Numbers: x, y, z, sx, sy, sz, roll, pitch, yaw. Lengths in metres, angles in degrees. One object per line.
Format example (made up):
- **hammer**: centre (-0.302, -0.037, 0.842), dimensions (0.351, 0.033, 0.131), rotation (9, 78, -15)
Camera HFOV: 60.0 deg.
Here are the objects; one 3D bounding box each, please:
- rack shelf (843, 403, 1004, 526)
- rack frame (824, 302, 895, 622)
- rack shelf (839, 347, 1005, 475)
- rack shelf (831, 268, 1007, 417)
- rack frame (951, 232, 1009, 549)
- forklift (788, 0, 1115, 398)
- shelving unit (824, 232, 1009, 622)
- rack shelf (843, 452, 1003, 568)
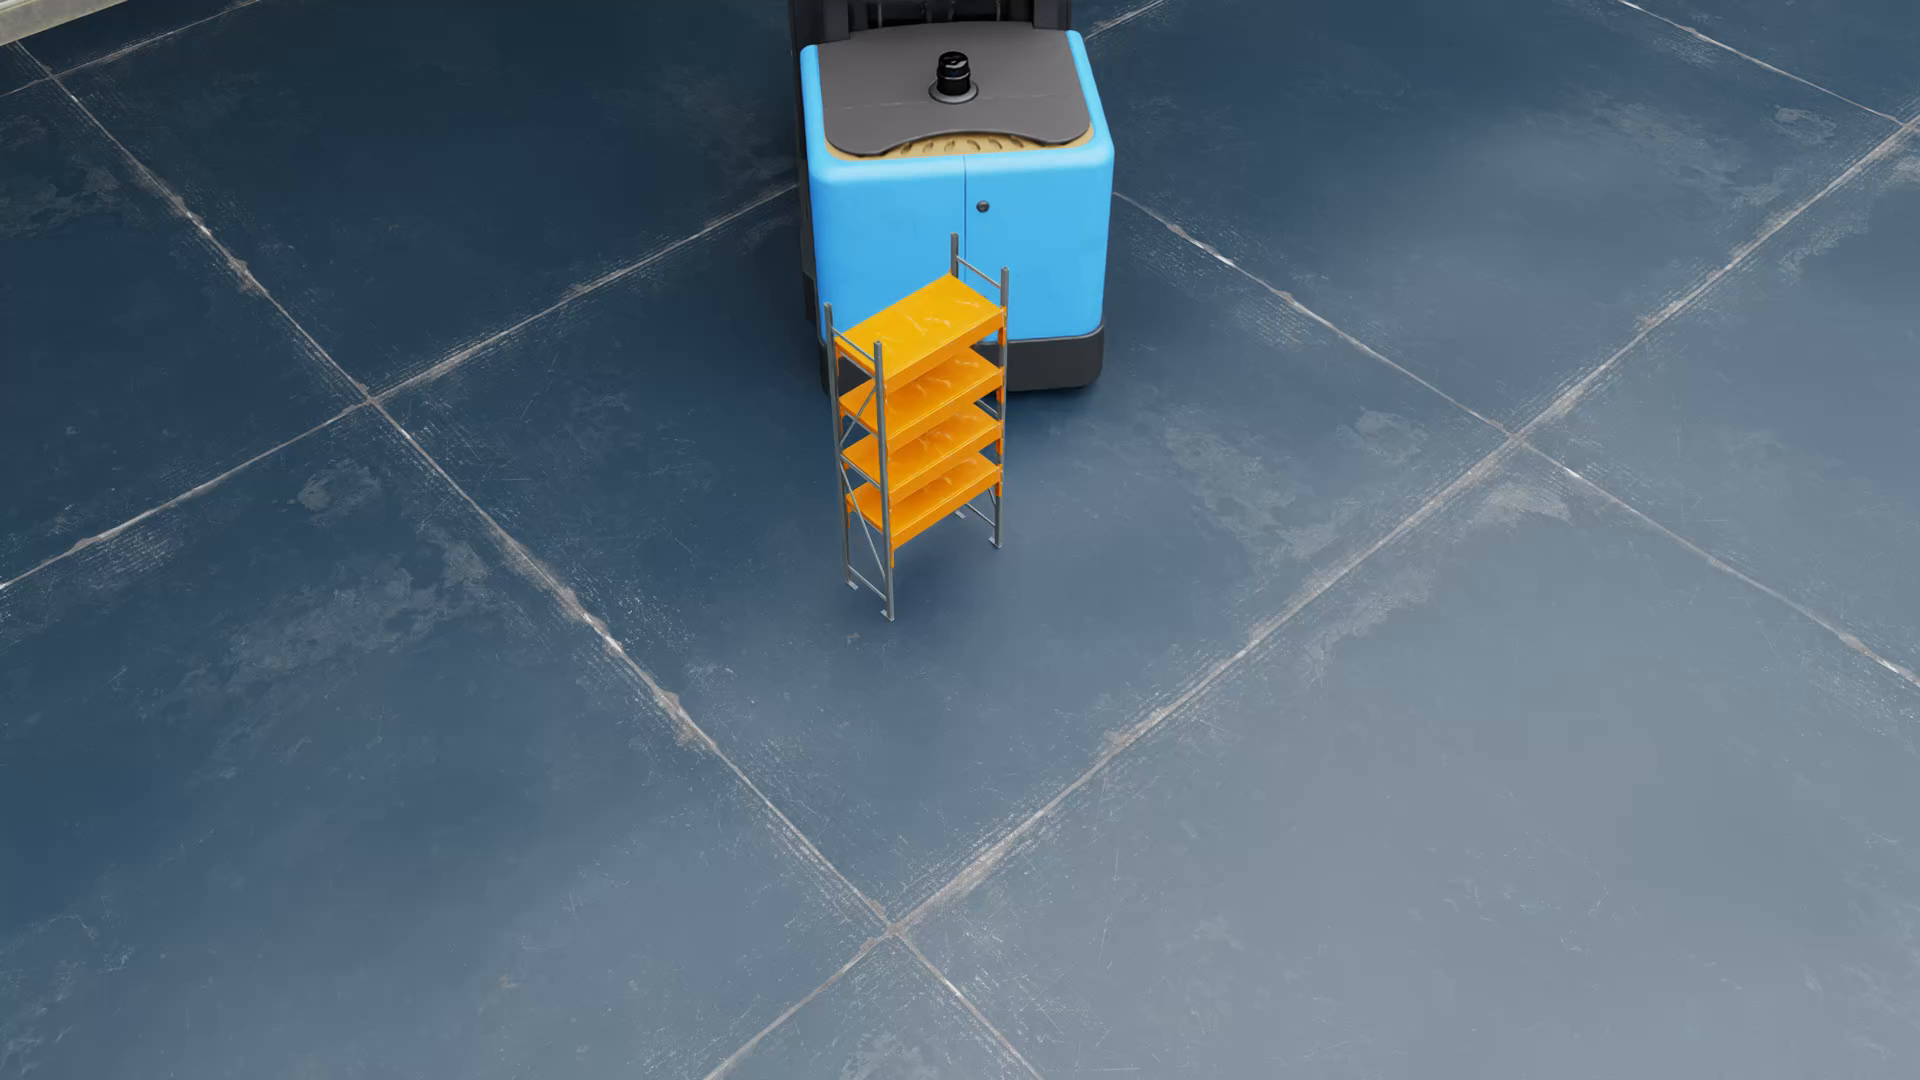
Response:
- **rack shelf**: centre (-0.122, -0.279, 5.283), dimensions (0.480, 0.148, 0.258), rotation (-34, 56, -27)
- **rack frame**: centre (-0.303, -0.204, 5.122), dimensions (0.015, 1.200, 0.240), rotation (-34, 56, -27)
- **rack shelf**: centre (-0.122, -0.431, 5.119), dimensions (0.480, 0.148, 0.258), rotation (-34, 56, -27)
- **rack shelf**: centre (-0.122, -0.592, 4.945), dimensions (0.480, 0.148, 0.258), rotation (-34, 56, -27)
- **rack frame**: centre (0.058, -0.446, 5.345), dimensions (0.015, 1.200, 0.240), rotation (-34, 56, -27)
- **forklift**: centre (-0.140, -2.587, 6.143), dimensions (1.130, 2.935, 3.031), rotation (-4, 47, -4)
- **shelving unit**: centre (-0.122, -0.325, 5.234), dimensions (0.503, 1.200, 0.258), rotation (-34, 56, -27)
- **rack shelf**: centre (-0.122, -0.145, 5.429), dimensions (0.480, 0.148, 0.258), rotation (-34, 56, -27)
